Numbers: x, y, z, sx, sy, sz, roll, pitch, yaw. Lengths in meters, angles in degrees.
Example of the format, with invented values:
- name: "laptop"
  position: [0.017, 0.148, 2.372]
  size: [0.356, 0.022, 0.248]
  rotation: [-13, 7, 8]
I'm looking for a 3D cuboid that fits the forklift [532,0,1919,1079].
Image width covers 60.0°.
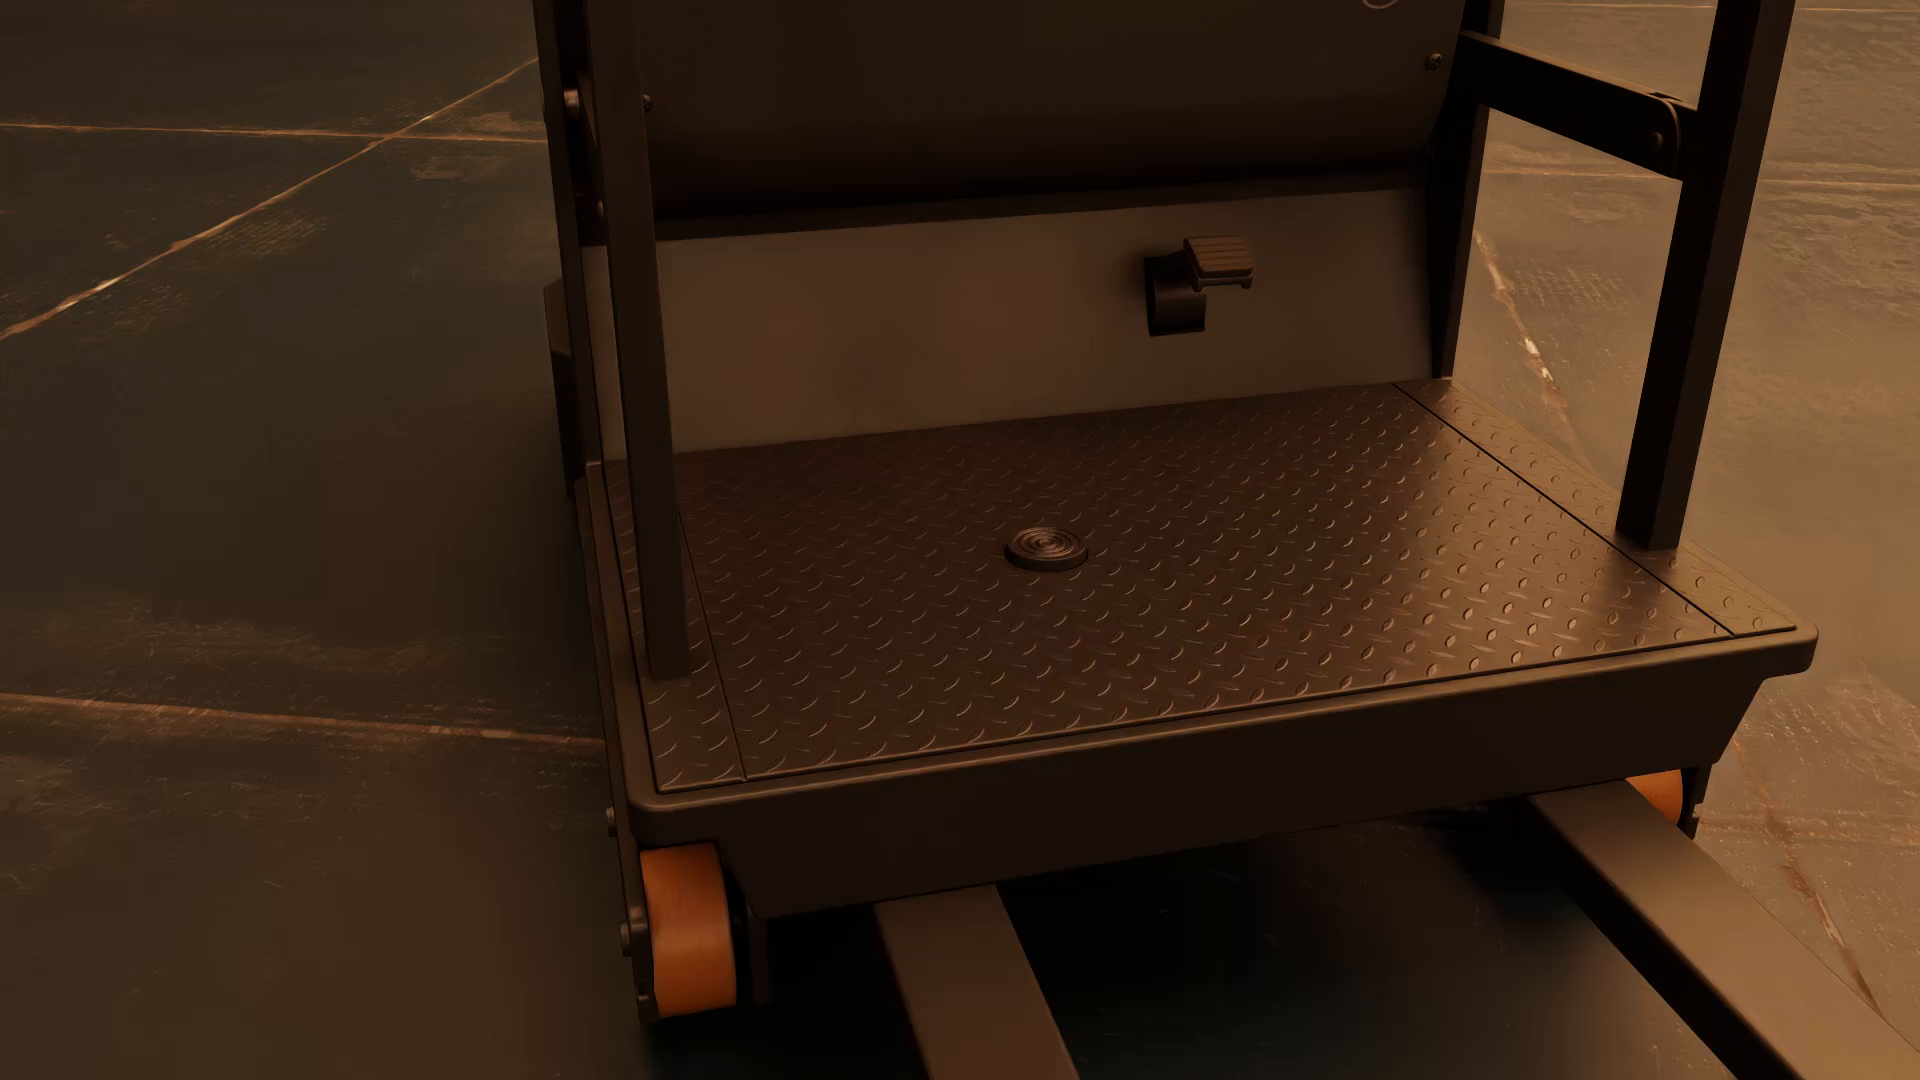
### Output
- name: "forklift"
  position: [0.153, -1.049, 1.319]
  size: [1.130, 2.935, 3.031]
  rotation: [-7, 27, -13]
